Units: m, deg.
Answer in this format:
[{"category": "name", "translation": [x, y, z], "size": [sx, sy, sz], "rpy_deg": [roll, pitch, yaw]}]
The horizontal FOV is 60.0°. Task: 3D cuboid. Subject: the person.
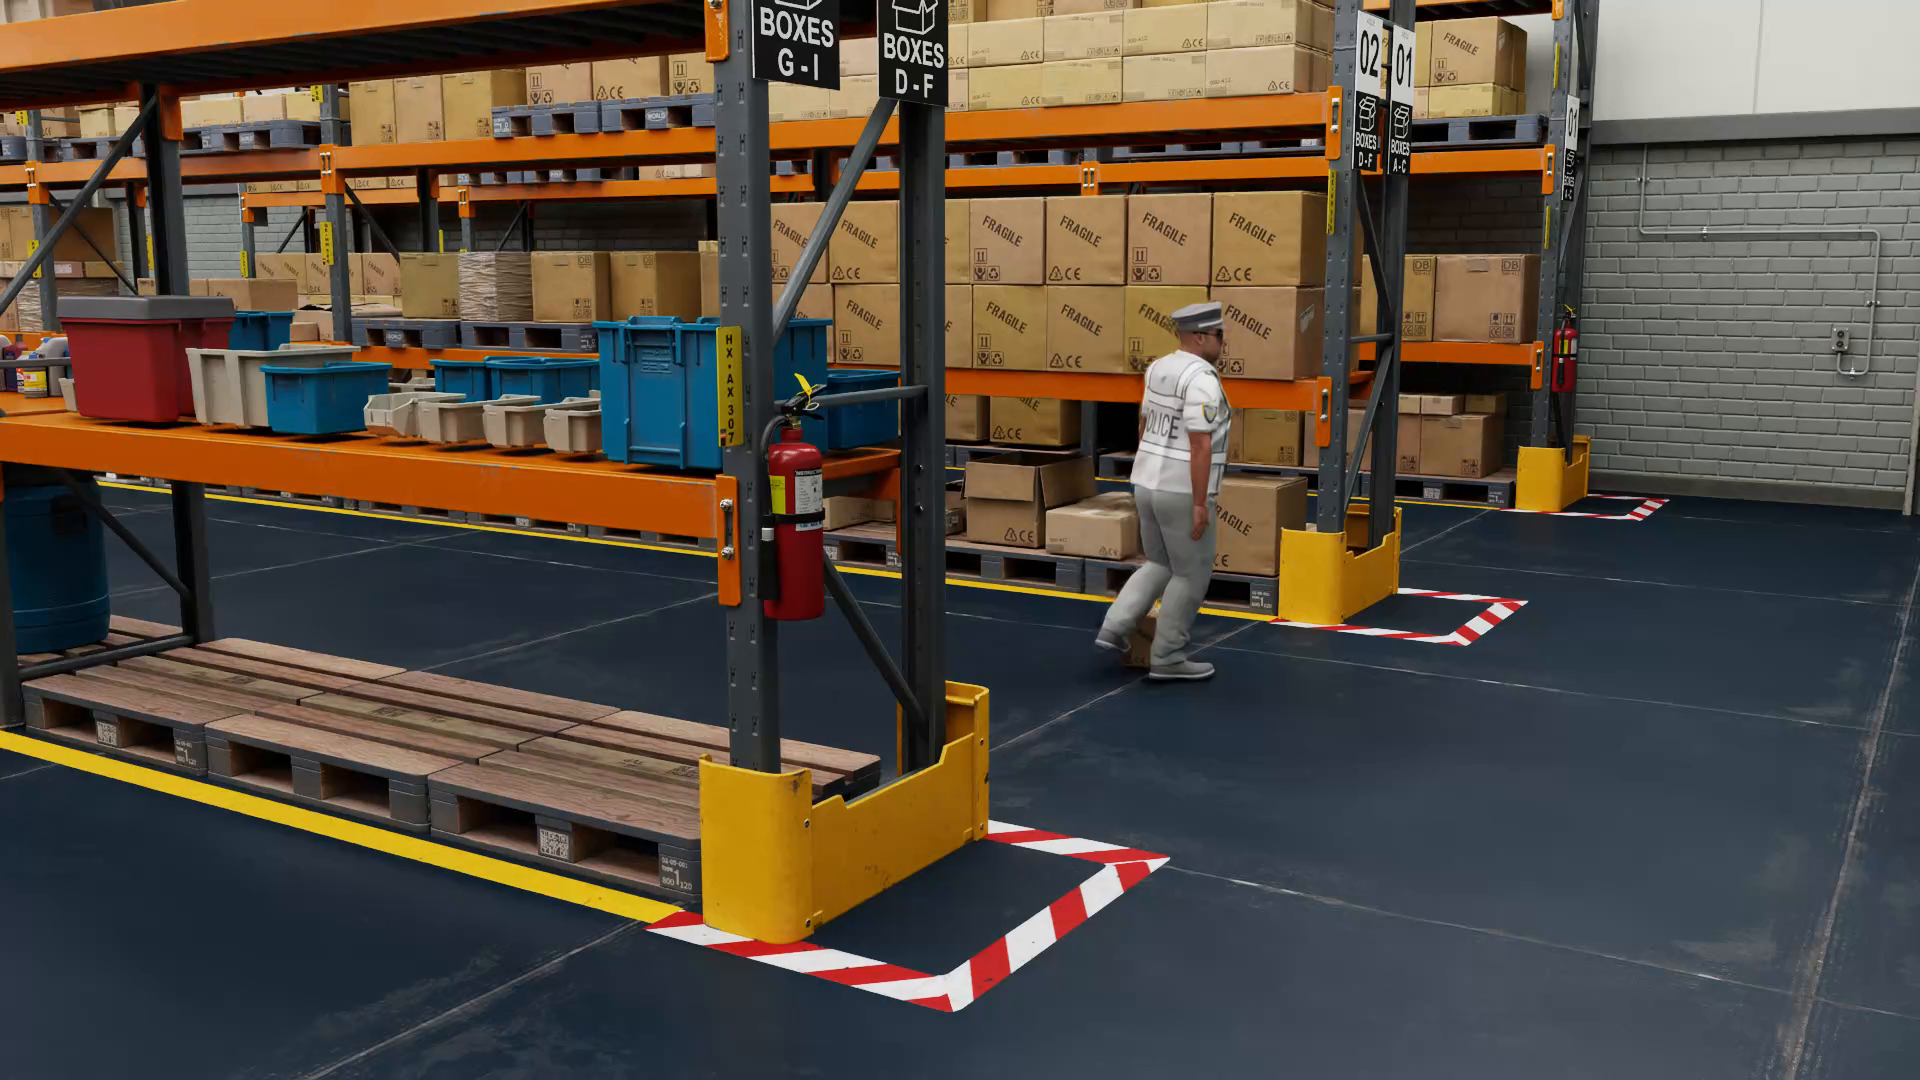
[{"category": "person", "translation": [0.933, -0.218, 7.645], "size": [0.571, 1.750, 0.593], "rpy_deg": [-4, 10, -23]}]
